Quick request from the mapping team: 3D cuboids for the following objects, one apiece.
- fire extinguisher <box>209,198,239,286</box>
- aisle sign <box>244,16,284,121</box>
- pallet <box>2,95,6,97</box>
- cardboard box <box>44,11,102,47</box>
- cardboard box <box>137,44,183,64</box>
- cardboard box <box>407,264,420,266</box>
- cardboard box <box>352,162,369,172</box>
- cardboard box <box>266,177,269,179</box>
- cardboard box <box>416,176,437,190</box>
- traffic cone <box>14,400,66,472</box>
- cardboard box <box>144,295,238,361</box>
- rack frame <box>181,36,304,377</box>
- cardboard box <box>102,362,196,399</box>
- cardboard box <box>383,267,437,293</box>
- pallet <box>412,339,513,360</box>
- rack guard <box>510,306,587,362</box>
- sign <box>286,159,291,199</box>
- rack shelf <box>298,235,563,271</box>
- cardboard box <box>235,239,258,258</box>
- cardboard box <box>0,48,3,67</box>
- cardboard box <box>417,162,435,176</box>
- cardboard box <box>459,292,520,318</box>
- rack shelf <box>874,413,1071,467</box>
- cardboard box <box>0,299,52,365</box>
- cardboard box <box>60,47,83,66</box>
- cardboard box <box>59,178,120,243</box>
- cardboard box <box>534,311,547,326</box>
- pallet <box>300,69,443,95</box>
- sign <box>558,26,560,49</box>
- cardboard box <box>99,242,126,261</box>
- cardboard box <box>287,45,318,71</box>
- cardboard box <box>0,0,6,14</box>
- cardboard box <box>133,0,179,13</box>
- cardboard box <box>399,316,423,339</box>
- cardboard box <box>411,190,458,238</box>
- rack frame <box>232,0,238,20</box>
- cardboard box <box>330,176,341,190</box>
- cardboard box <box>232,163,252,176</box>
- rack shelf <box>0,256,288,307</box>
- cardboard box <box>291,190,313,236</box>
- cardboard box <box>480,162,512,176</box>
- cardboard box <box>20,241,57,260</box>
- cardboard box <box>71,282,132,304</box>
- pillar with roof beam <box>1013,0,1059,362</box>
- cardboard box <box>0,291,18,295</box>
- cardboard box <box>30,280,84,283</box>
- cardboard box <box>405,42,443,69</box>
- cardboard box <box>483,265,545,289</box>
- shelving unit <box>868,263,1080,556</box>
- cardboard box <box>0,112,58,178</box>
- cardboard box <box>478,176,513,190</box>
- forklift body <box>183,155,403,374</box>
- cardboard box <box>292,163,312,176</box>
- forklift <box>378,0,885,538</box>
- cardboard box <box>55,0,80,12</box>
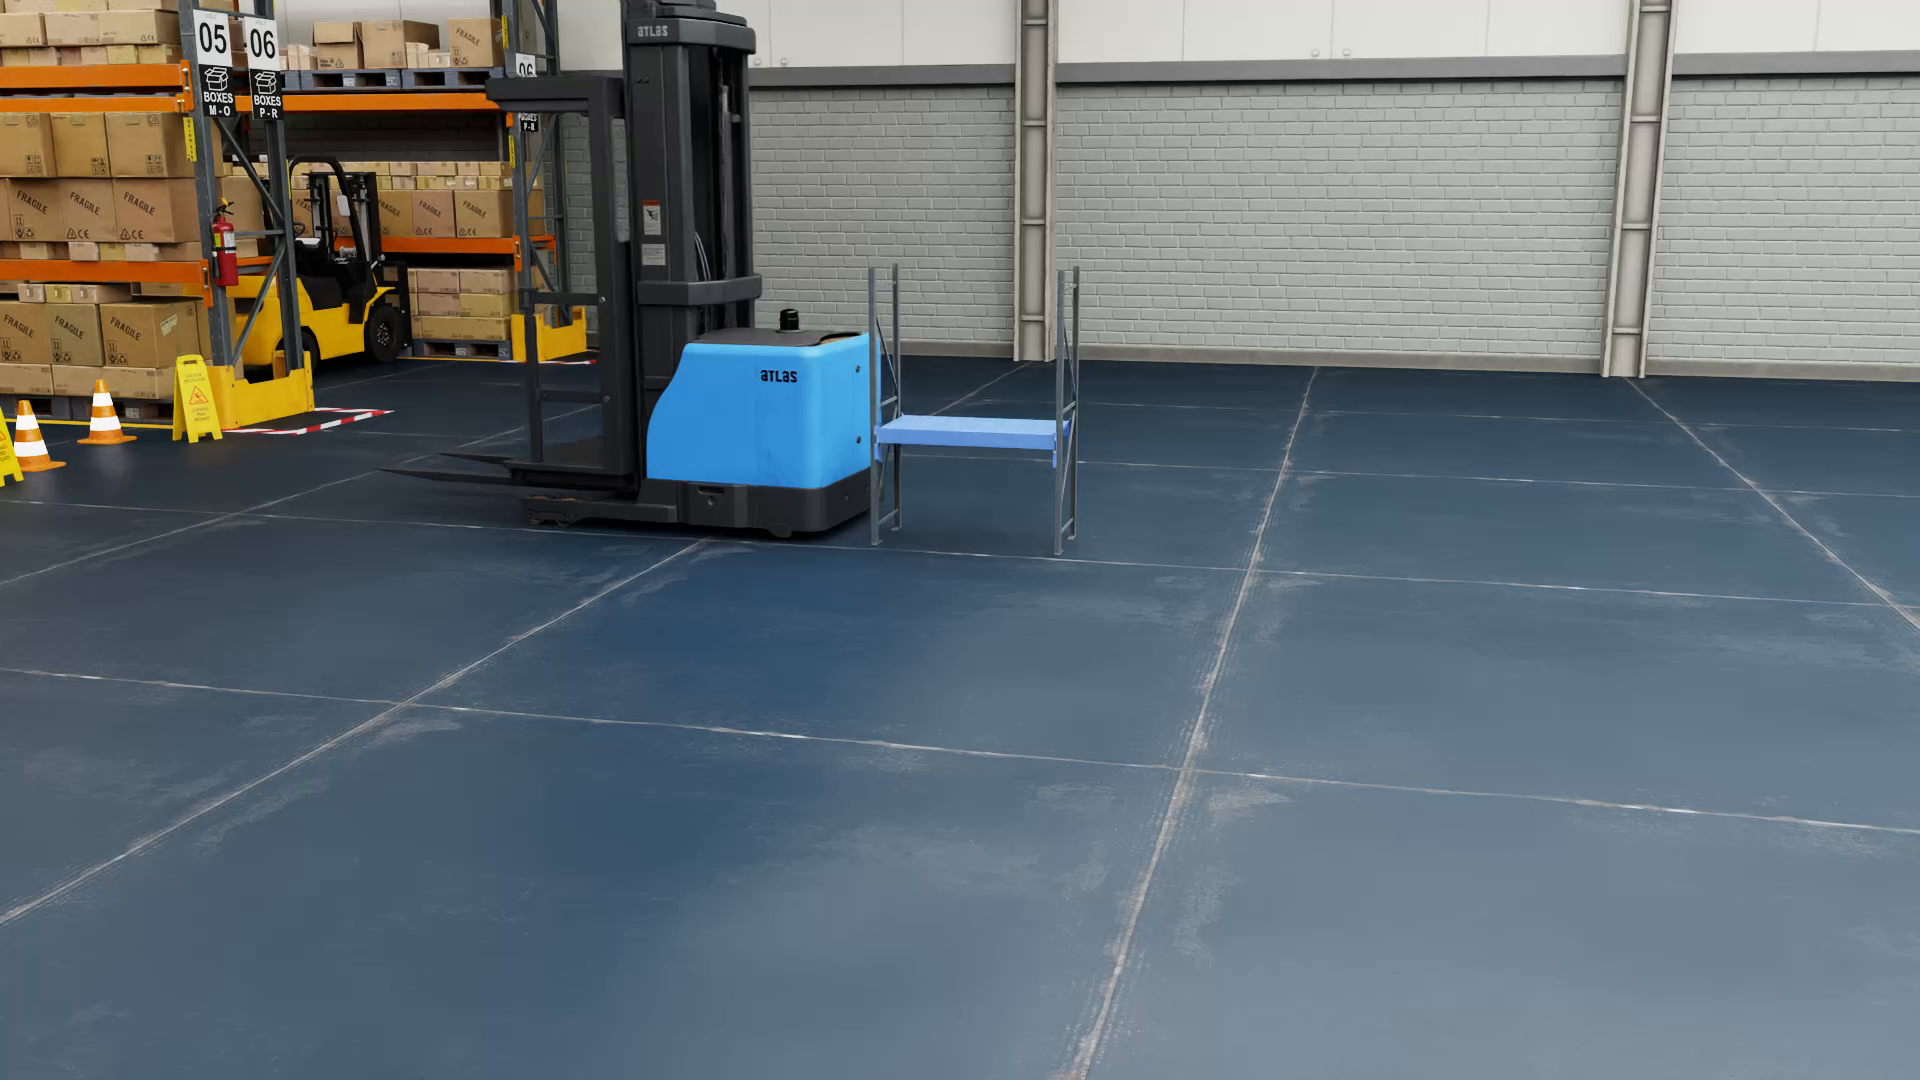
[{"bbox_3d":[-5.746,-2.325,12.968,0.183,0.674,0.296,3,13,14],"label":"fire extinguisher"},{"bbox_3d":[-5.612,-3.797,13.421,0.004,0.787,0.394,3,13,14],"label":"aisle sign"},{"bbox_3d":[-11.648,-5.281,19.622,1.003,0.211,1.213,4,13,16],"label":"pallet"},{"bbox_3d":[-6.793,-4.002,13.079,0.500,0.250,0.500,3,13,13],"label":"cardboard box"},{"bbox_3d":[-6.160,-3.767,12.944,0.250,0.149,0.380,3,13,14],"label":"cardboard box"},{"bbox_3d":[-6.447,-3.007,18.932,0.500,0.250,0.500,3,13,12],"label":"cardboard box"},{"bbox_3d":[-6.450,-4.073,18.253,0.250,0.149,0.380,3,13,14],"label":"cardboard box"},{"bbox_3d":[-7.465,-3.962,18.438,0.250,0.149,0.380,3,13,15],"label":"cardboard box"},{"bbox_3d":[-5.695,-3.883,18.083,0.250,0.149,0.380,3,13,13],"label":"cardboard box"},{"bbox_3d":[-6.409,-0.728,11.445,0.334,0.463,0.336,3,13,14],"label":"traffic cone"},{"bbox_3d":[-6.487,-1.796,14.050,0.500,0.500,0.500,3,13,12],"label":"cardboard box"},{"bbox_3d":[-5.747,-2.466,13.424,0.127,3.000,1.000,3,13,14],"label":"rack frame"},{"bbox_3d":[-6.619,-1.315,13.616,0.500,0.250,0.500,3,13,13],"label":"cardboard box"},{"bbox_3d":[-6.072,-2.868,18.308,0.500,0.250,0.500,3,13,14],"label":"cardboard box"},{"bbox_3d":[-5.314,-2.180,18.570,1.213,0.211,1.003,3,13,14],"label":"pallet"},{"bbox_3d":[-4.538,-2.288,18.394,0.348,0.500,1.175,3,13,14],"label":"rack guard"},{"bbox_3d":[-5.617,-3.003,13.844,0.005,0.325,0.100,3,13,14],"label":"sign"},{"bbox_3d":[-6.503,-3.263,18.675,4.000,0.370,1.077,3,13,14],"label":"rack shelf"},{"bbox_3d":[-6.027,-2.405,13.726,0.250,0.149,0.380,3,13,14],"label":"cardboard box"},{"bbox_3d":[-7.662,-3.838,13.261,0.250,0.149,0.380,3,13,13],"label":"cardboard box"},{"bbox_3d":[-5.691,-4.038,18.092,0.250,0.149,0.380,3,13,14],"label":"cardboard box"},{"bbox_3d":[-5.108,-2.576,18.145,0.500,0.250,0.500,3,13,13],"label":"cardboard box"},{"bbox_3d":[0.083,-0.552,9.090,1.000,0.185,0.538,3,13,14],"label":"rack shelf"},{"bbox_3d":[-7.583,-1.736,13.778,0.500,0.500,0.500,3,13,12],"label":"cardboard box"},{"bbox_3d":[-6.889,-3.822,13.188,0.250,0.149,0.380,3,13,14],"label":"cardboard box"},{"bbox_3d":[-6.825,-2.657,13.368,0.500,0.500,0.500,3,13,14],"label":"cardboard box"},{"bbox_3d":[-4.991,-2.439,18.682,0.500,0.250,0.500,3,13,14],"label":"cardboard box"},{"bbox_3d":[-6.429,-5.036,18.287,1.213,0.211,1.003,3,13,14],"label":"pallet"},{"bbox_3d":[-4.422,-5.556,18.226,0.005,0.325,0.100,3,13,14],"label":"sign"},{"bbox_3d":[-6.677,-2.325,13.370,0.250,0.149,0.380,3,13,13],"label":"cardboard box"},{"bbox_3d":[-7.076,-5.229,18.063,0.258,0.266,0.396,3,13,12],"label":"cardboard box"},{"bbox_3d":[-7.643,-4.225,13.166,0.250,0.149,0.380,3,13,15],"label":"cardboard box"},{"bbox_3d":[-6.146,-4.153,12.839,0.250,0.149,0.380,3,13,14],"label":"cardboard box"},{"bbox_3d":[-6.057,-2.386,18.443,0.500,0.250,0.500,3,13,14],"label":"cardboard box"},{"bbox_3d":[-5.603,-3.558,18.115,0.500,0.500,0.500,3,13,15],"label":"cardboard box"},{"bbox_3d":[-8.445,-6.646,18.415,0.127,3.000,1.000,3,13,14],"label":"rack frame"},{"bbox_3d":[-6.702,-3.927,18.279,0.250,0.149,0.380,3,13,12],"label":"cardboard box"},{"bbox_3d":[-7.926,-4.159,18.637,0.250,0.149,0.380,3,13,14],"label":"cardboard box"},{"bbox_3d":[-7.688,-2.219,13.969,4.000,0.370,1.077,3,13,14],"label":"rack shelf"},{"bbox_3d":[-7.075,-3.639,18.479,0.500,0.500,0.500,3,13,13],"label":"cardboard box"},{"bbox_3d":[-4.959,-3.995,17.900,0.250,0.149,0.380,3,13,14],"label":"cardboard box"},{"bbox_3d":[-7.420,-2.369,13.568,0.250,0.149,0.380,3,13,13],"label":"cardboard box"},{"bbox_3d":[-6.959,-2.003,13.487,0.250,0.149,0.380,3,13,15],"label":"cardboard box"},{"bbox_3d":[-0.227,-5.448,13.013,0.400,9.000,9.100,3,13,14],"label":"pillar with roof beam"},{"bbox_3d":[-8.497,-1.902,14.529,0.500,0.500,0.500,3,13,15],"label":"cardboard box"},{"bbox_3d":[-10.436,-2.869,19.751,0.625,0.625,0.875,3,13,11],"label":"cardboard box"},{"bbox_3d":[-5.685,-5.155,17.728,0.258,0.266,0.396,3,13,14],"label":"cardboard box"},{"bbox_3d":[-4.982,-2.926,18.565,0.500,0.250,0.500,3,13,13],"label":"cardboard box"},{"bbox_3d":[0.083,-0.728,9.051,1.048,1.500,0.538,3,13,14],"label":"shelving unit"},{"bbox_3d":[-7.304,-3.161,13.332,0.500,0.500,0.700,3,13,13],"label":"cardboard box"},{"bbox_3d":[-4.965,-3.835,17.864,0.250,0.149,0.380,3,13,14],"label":"cardboard box"},{"bbox_3d":[-6.839,-2.810,16.935,1.214,2.155,2.313,3,13,14],"label":"forklift body"},{"bbox_3d":[-7.197,-4.101,18.376,0.250,0.149,0.380,3,13,13],"label":"cardboard box"},{"bbox_3d":[-2.025,-1.611,9.730,3.031,2.935,1.130,4,13,18],"label":"forklift"},{"bbox_3d":[-6.873,-4.207,13.086,0.250,0.149,0.380,3,13,14],"label":"cardboard box"}]
